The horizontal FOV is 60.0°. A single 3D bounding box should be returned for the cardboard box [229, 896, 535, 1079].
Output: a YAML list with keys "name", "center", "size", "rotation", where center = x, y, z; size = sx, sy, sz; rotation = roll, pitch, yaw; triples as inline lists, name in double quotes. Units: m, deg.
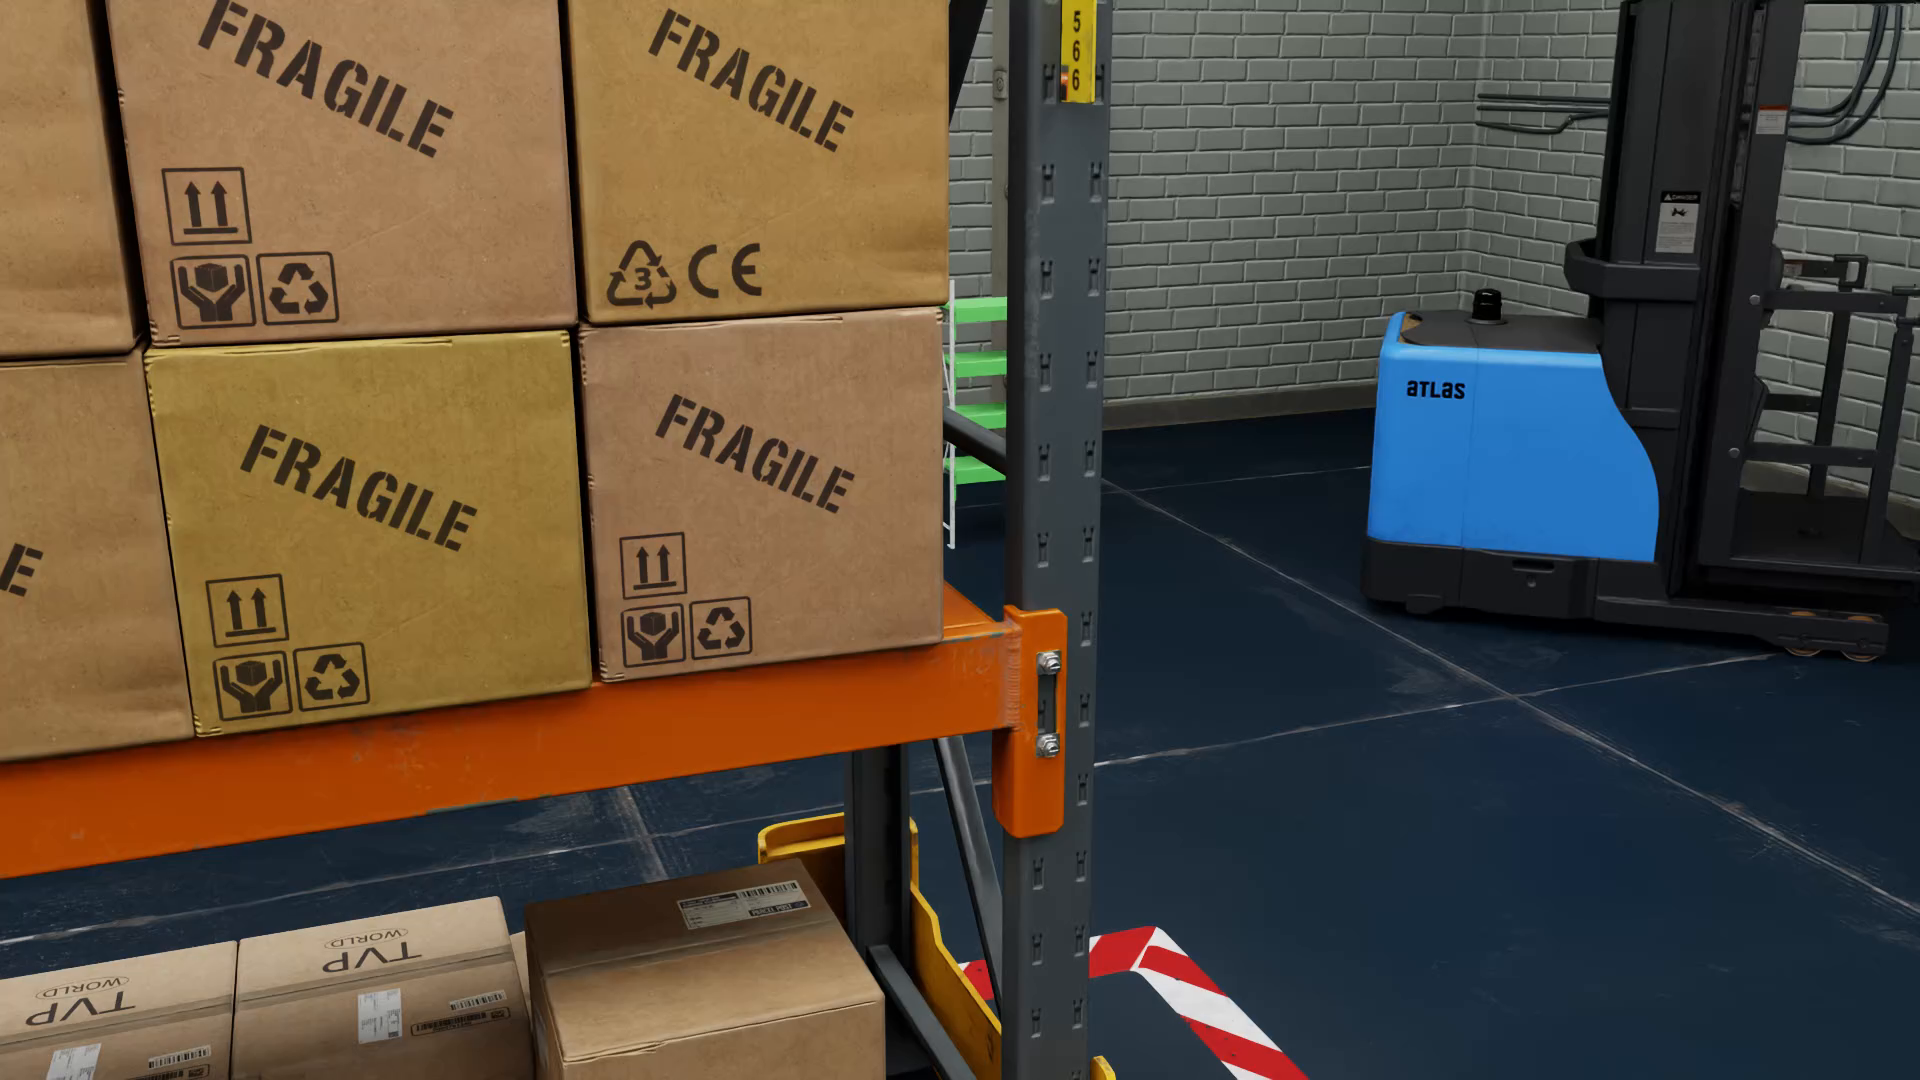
- name: "cardboard box"
  center: [-1.096, 0.943, 3.164]
  size: [0.500, 0.250, 0.500]
  rotation: [-6, 17, -20]

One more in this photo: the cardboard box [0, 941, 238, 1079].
- name: "cardboard box"
  center: [-1.562, 0.993, 2.992]
  size: [0.500, 0.250, 0.500]
  rotation: [-6, 17, -20]

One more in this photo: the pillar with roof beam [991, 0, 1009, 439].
- name: "pillar with roof beam"
  center: [1.957, -3.745, 4.379]
  size: [0.400, 9.000, 9.100]
  rotation: [-6, 17, -20]

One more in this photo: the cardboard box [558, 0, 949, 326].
- name: "cardboard box"
  center: [-0.337, -0.607, 2.388]
  size: [0.500, 0.500, 0.500]
  rotation: [-6, 18, -21]

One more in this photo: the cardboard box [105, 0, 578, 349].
- name: "cardboard box"
  center: [-0.808, -0.556, 2.214]
  size: [0.500, 0.500, 0.500]
  rotation: [-6, 17, -19]

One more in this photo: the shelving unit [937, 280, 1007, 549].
- name: "shelving unit"
  center: [0.155, -0.592, 7.486]
  size: [0.503, 1.200, 0.258]
  rotation: [-6, 17, -20]

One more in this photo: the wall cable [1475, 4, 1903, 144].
- name: "wall cable"
  center: [3.614, -3.364, 8.593]
  size: [0.112, 2.526, 3.097]
  rotation: [-6, 17, -20]

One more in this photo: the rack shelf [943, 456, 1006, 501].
- name: "rack shelf"
  center: [0.155, -0.301, 7.572]
  size: [0.480, 0.148, 0.258]
  rotation: [-6, 17, -20]

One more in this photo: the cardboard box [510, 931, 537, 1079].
- name: "cardboard box"
  center: [-0.767, 0.929, 3.358]
  size: [0.250, 0.166, 0.380]
  rotation: [-6, 17, -20]

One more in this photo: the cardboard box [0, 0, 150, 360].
- name: "cardboard box"
  center: [-1.291, -0.502, 2.032]
  size: [0.500, 0.500, 0.500]
  rotation: [-6, 17, -19]

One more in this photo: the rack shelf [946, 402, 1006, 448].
- name: "rack shelf"
  center: [0.155, -0.531, 7.504]
  size: [0.480, 0.148, 0.258]
  rotation: [-6, 17, -20]

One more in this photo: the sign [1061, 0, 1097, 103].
- name: "sign"
  center: [0.160, -0.755, 2.231]
  size: [0.005, 0.325, 0.100]
  rotation: [-6, 17, -20]

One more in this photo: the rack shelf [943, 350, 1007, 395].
- name: "rack shelf"
  center: [0.155, -0.761, 7.436]
  size: [0.480, 0.148, 0.258]
  rotation: [-6, 17, -20]

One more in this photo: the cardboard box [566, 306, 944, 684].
- name: "cardboard box"
  center: [-0.340, -0.127, 2.531]
  size: [0.500, 0.500, 0.500]
  rotation: [-6, 17, -18]

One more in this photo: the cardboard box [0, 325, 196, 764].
- name: "cardboard box"
  center: [-1.291, -0.025, 2.183]
  size: [0.500, 0.500, 0.500]
  rotation: [-6, 17, -20]

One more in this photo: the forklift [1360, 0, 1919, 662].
- name: "forklift"
  center: [3.170, -1.127, 6.235]
  size: [3.031, 2.935, 1.130]
  rotation: [5, 17, 16]

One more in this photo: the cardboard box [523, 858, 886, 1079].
- name: "cardboard box"
  center: [-0.439, 0.912, 2.825]
  size: [0.500, 0.500, 0.500]
  rotation: [-6, 17, -20]

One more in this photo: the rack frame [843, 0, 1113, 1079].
- name: "rack frame"
  center: [-0.019, -0.196, 2.943]
  size: [0.127, 3.000, 1.000]
  rotation: [-6, 17, -20]

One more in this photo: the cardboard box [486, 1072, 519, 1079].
- name: "cardboard box"
  center: [-0.849, 1.089, 2.814]
  size: [0.250, 0.166, 0.380]
  rotation: [-6, 17, -20]

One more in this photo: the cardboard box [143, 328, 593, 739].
- name: "cardboard box"
  center: [-0.823, -0.074, 2.350]
  size: [0.500, 0.500, 0.500]
  rotation: [-6, 17, -20]

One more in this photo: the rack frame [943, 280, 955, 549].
- name: "rack frame"
  center: [-0.073, -0.568, 7.402]
  size: [0.015, 1.200, 0.240]
  rotation: [-6, 17, -20]

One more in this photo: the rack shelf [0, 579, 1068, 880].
- name: "rack shelf"
  center: [-1.887, 0.351, 2.357]
  size: [4.000, 0.370, 1.077]
  rotation: [-6, 17, -20]

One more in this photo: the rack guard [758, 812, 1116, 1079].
- name: "rack guard"
  center: [-0.090, 1.011, 3.269]
  size: [0.348, 0.500, 1.175]
  rotation: [-6, 17, -20]

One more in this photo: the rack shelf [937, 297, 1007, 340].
- name: "rack shelf"
  center: [0.155, -0.992, 7.369]
  size: [0.480, 0.148, 0.258]
  rotation: [-6, 17, -20]

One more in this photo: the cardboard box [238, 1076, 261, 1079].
- name: "cardboard box"
  center: [-1.337, 1.120, 2.561]
  size: [0.500, 0.250, 0.500]
  rotation: [-6, 17, -20]
